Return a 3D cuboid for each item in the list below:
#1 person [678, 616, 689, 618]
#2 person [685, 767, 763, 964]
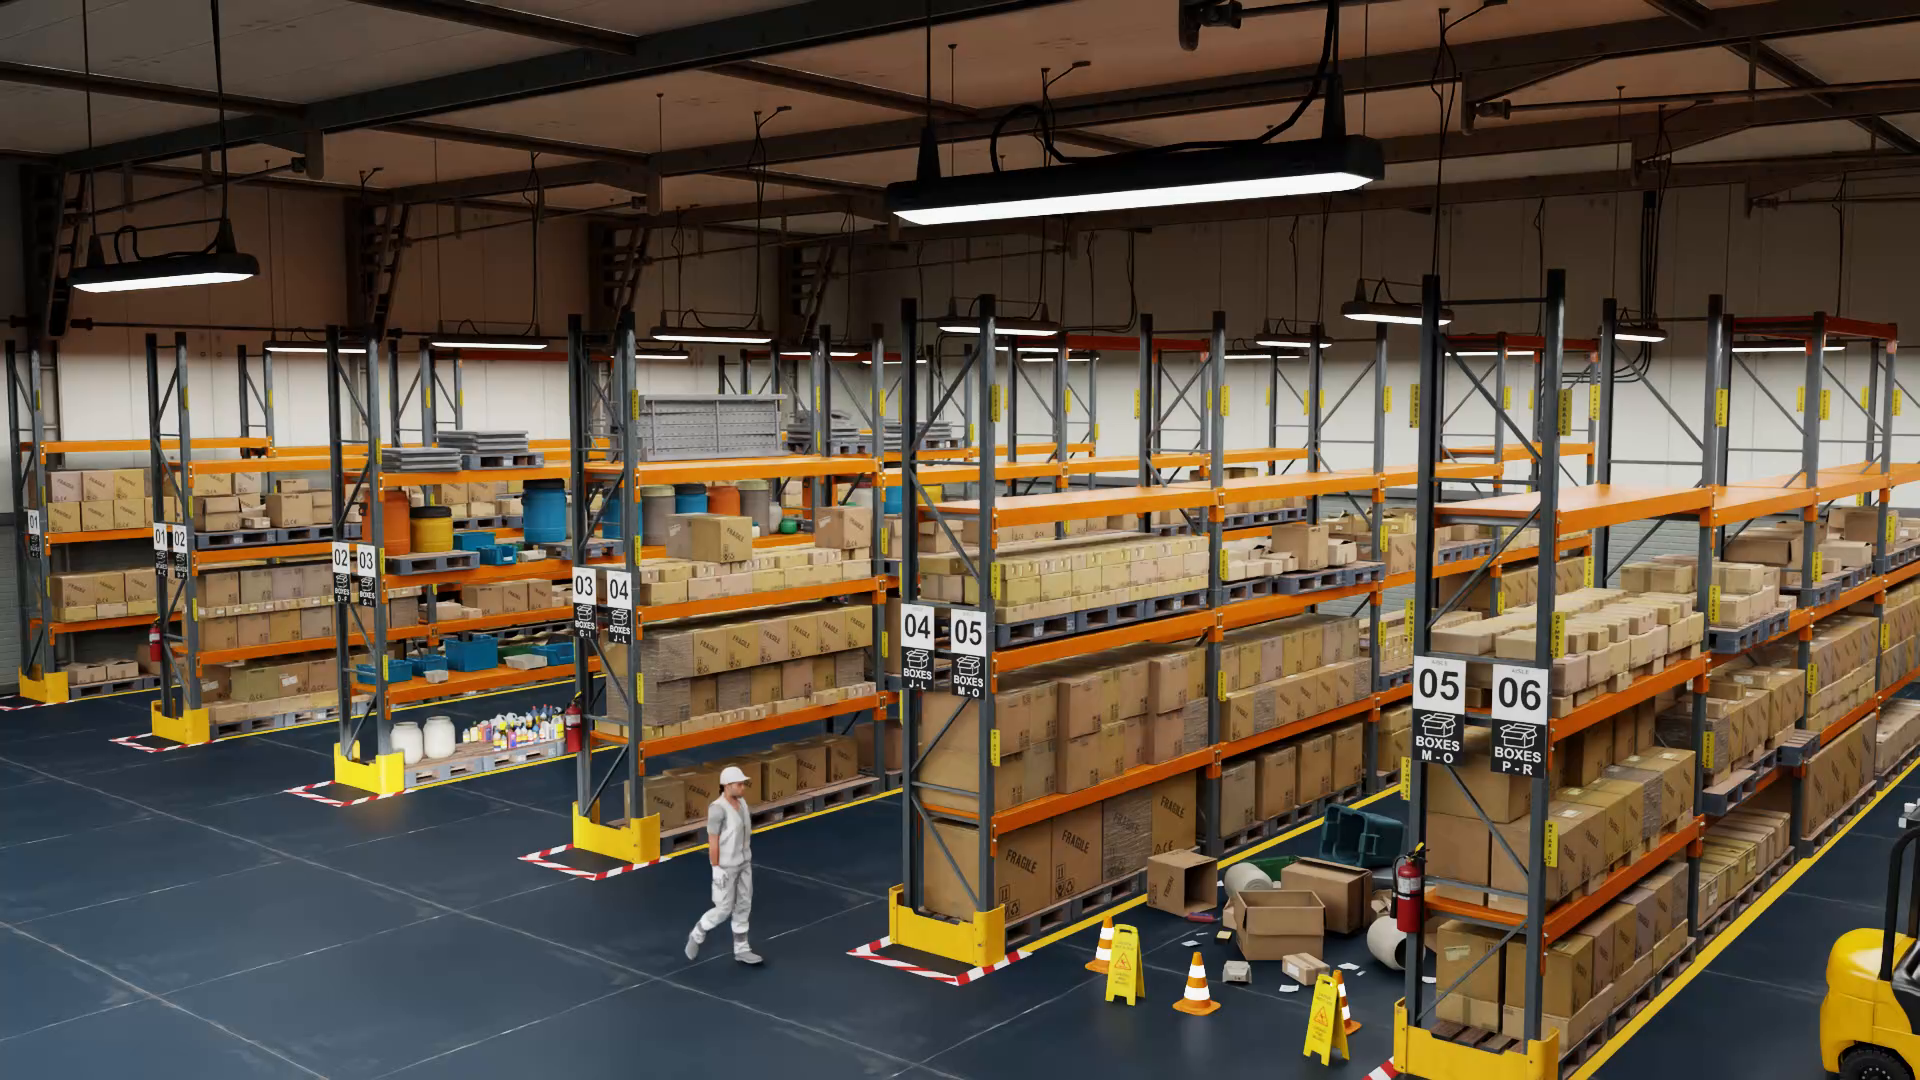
[{"bbox_3d":[-5.112,1.549,30.380,0.544,1.713,1.141,5,7,42],"label":"person"},{"bbox_3d":[-2.105,2.924,15.006,0.686,1.789,0.557,3,6,28],"label":"person"}]
